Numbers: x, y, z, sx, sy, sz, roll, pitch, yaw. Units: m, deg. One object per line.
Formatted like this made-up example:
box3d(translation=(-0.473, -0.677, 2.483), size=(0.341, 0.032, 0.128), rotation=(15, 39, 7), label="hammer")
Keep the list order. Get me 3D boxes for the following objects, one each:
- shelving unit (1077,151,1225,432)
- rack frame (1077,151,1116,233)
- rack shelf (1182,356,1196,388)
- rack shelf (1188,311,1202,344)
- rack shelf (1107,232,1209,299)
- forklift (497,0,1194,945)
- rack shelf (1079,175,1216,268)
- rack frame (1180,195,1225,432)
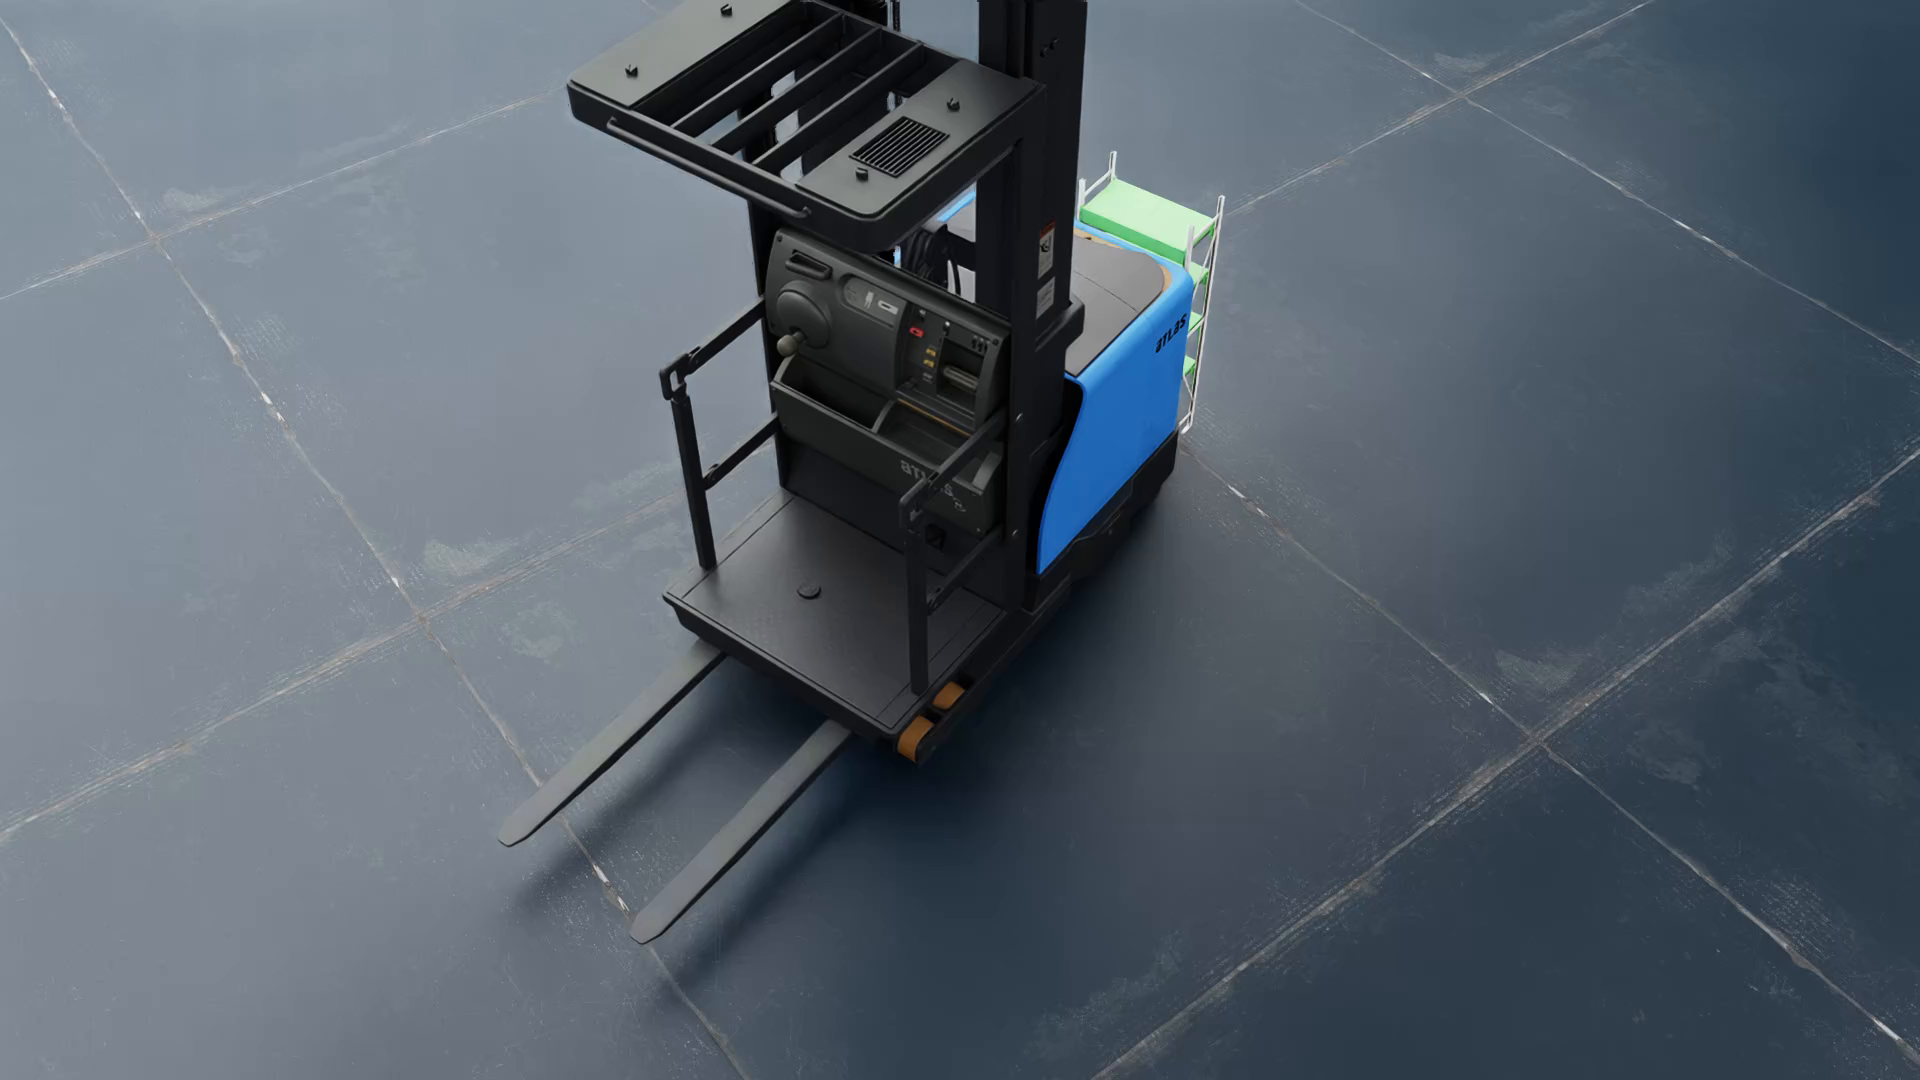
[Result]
box3d(translation=(0.732, -0.939, 6.790), size=(0.503, 1.200, 0.258), rotation=(29, 54, 23), label="shelving unit")
box3d(translation=(0.535, -1.046, 6.887), size=(0.015, 1.200, 0.240), rotation=(29, 54, 23), label="rack frame")
box3d(translation=(0.732, -0.735, 7.015), size=(0.480, 0.148, 0.258), rotation=(29, 54, 23), label="rack shelf")
box3d(translation=(0.732, -0.896, 6.837), size=(0.480, 0.148, 0.258), rotation=(29, 54, 23), label="rack shelf")
box3d(translation=(0.732, -1.057, 6.660), size=(0.480, 0.148, 0.258), rotation=(29, 54, 23), label="rack shelf")
box3d(translation=(-0.383, -0.598, 5.313), size=(1.130, 2.935, 3.031), rotation=(29, 54, 23), label="forklift")
box3d(translation=(0.732, -1.219, 6.482), size=(0.480, 0.148, 0.258), rotation=(29, 54, 23), label="rack shelf")
box3d(translation=(0.929, -0.832, 6.693), size=(0.015, 1.200, 0.240), rotation=(29, 54, 23), label="rack frame")
